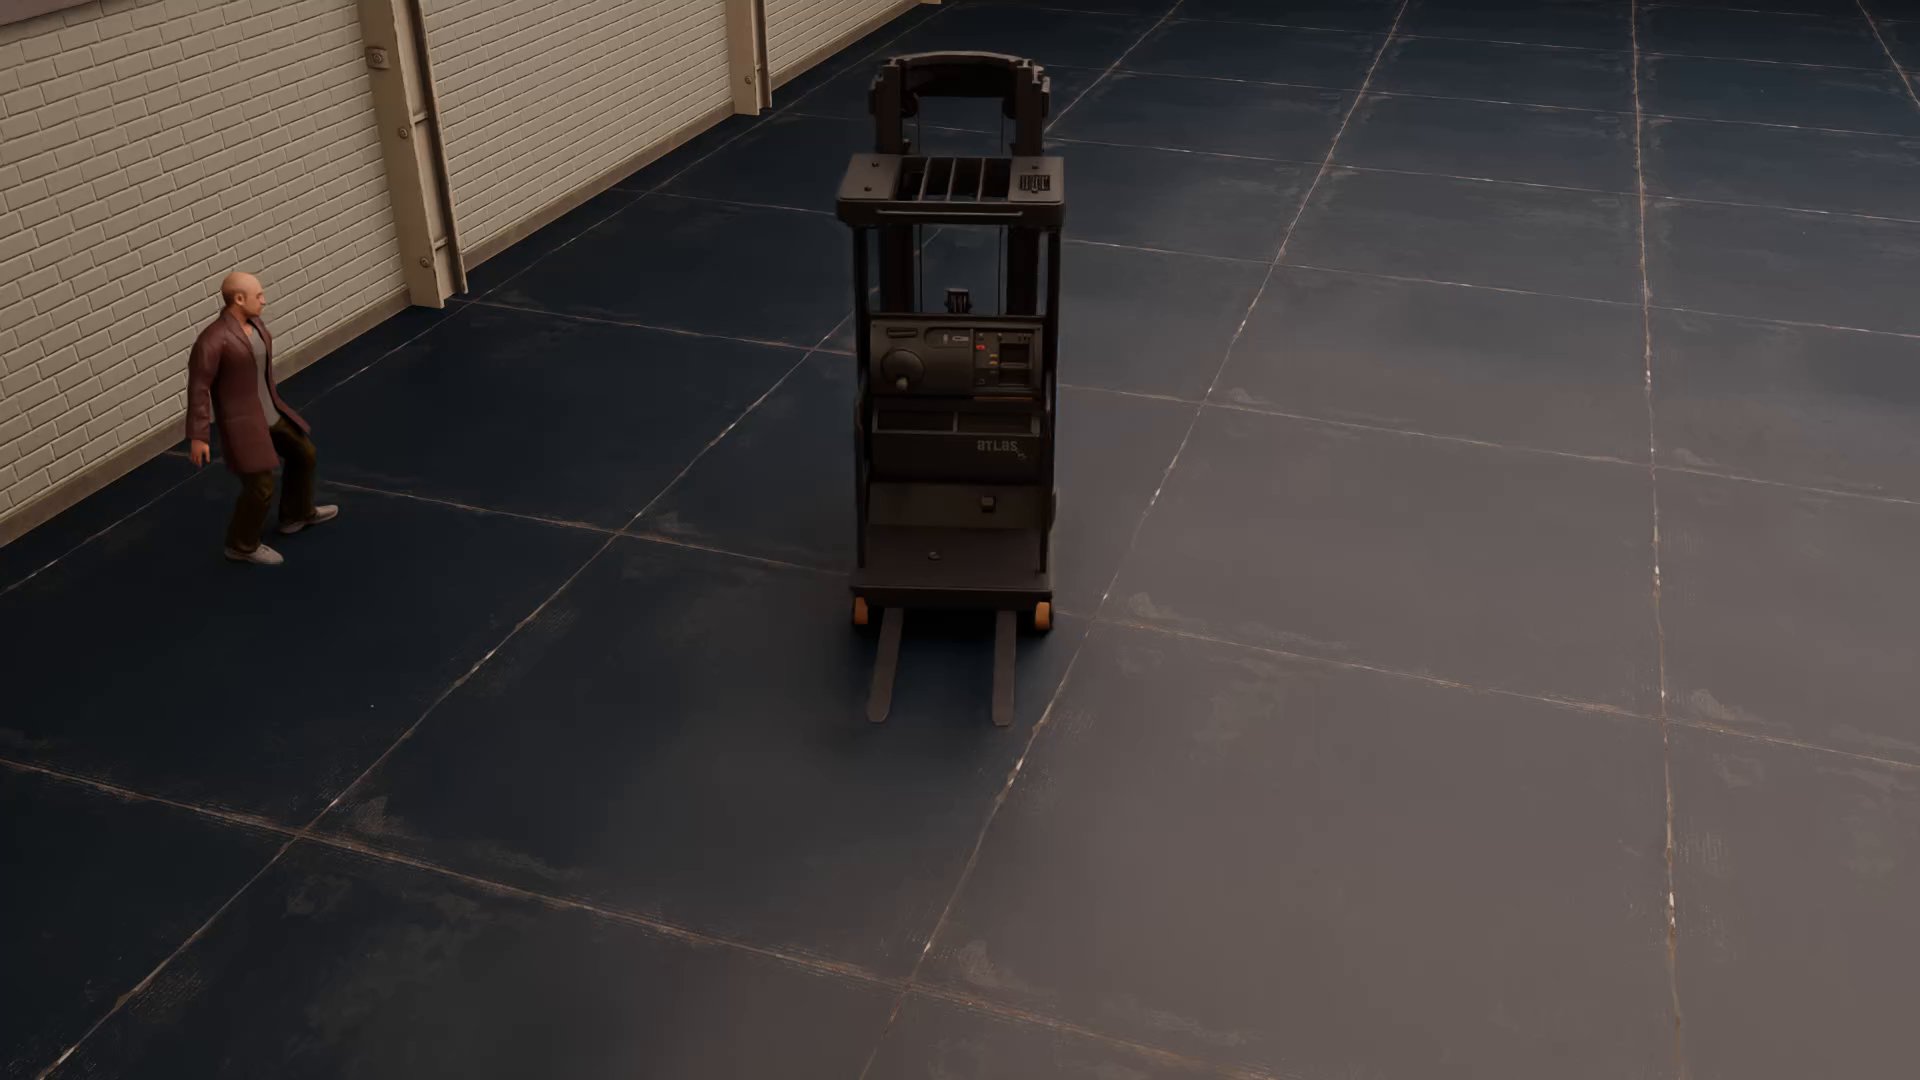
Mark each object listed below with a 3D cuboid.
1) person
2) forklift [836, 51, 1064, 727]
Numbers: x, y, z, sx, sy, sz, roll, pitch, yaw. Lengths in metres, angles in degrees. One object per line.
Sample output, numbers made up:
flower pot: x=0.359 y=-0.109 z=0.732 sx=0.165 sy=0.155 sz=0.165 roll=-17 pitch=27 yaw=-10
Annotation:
person: x=-4.104 y=-0.695 z=9.603 sx=0.496 sy=1.748 sz=0.927 roll=6 pitch=30 yaw=11
forklift: x=-0.029 y=-0.935 z=8.777 sx=1.130 sy=2.935 sz=3.031 roll=1 pitch=30 yaw=2
